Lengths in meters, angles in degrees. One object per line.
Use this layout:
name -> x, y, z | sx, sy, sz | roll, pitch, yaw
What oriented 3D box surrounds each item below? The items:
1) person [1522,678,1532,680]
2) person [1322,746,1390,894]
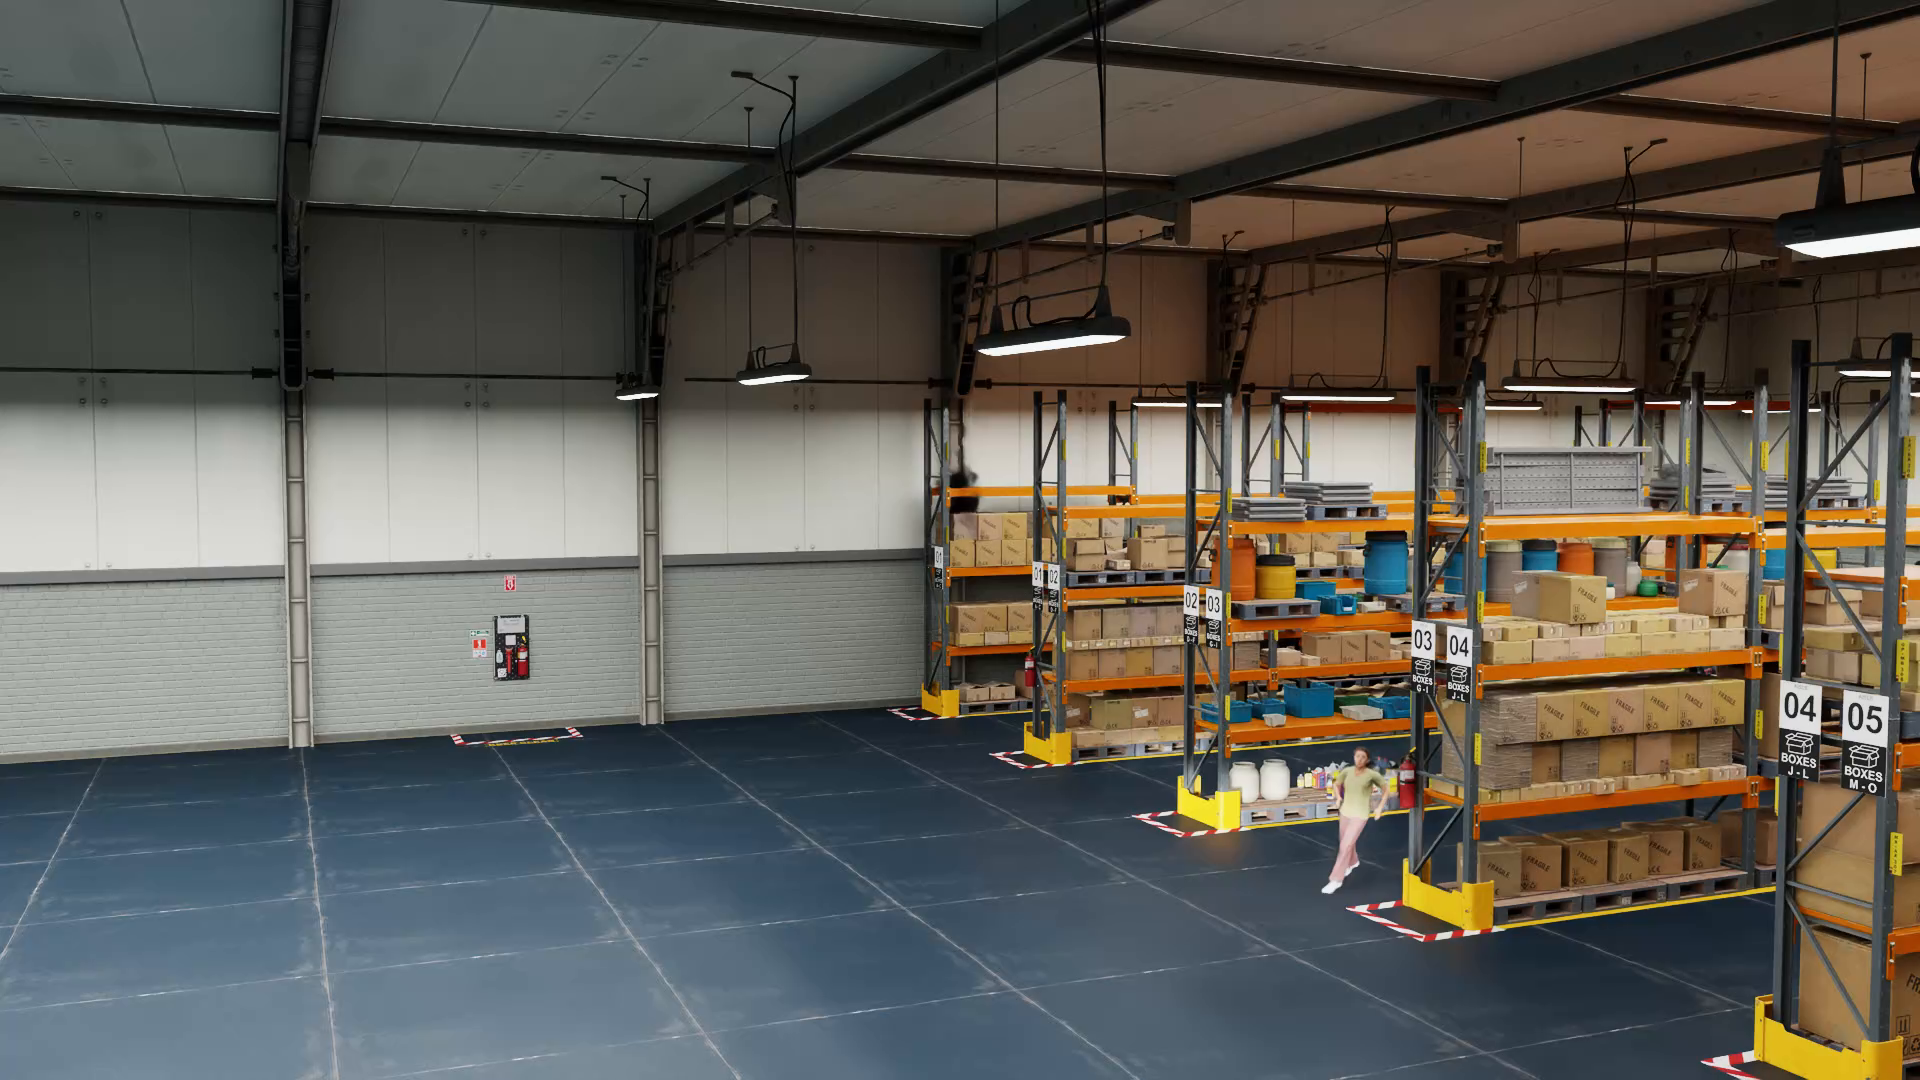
person -> 9.029, 2.733, 26.902 | 0.639, 1.679, 0.660 | -2, 4, -24
person -> 4.554, 3.195, 19.186 | 0.644, 1.660, 0.931 | 3, 5, 42
